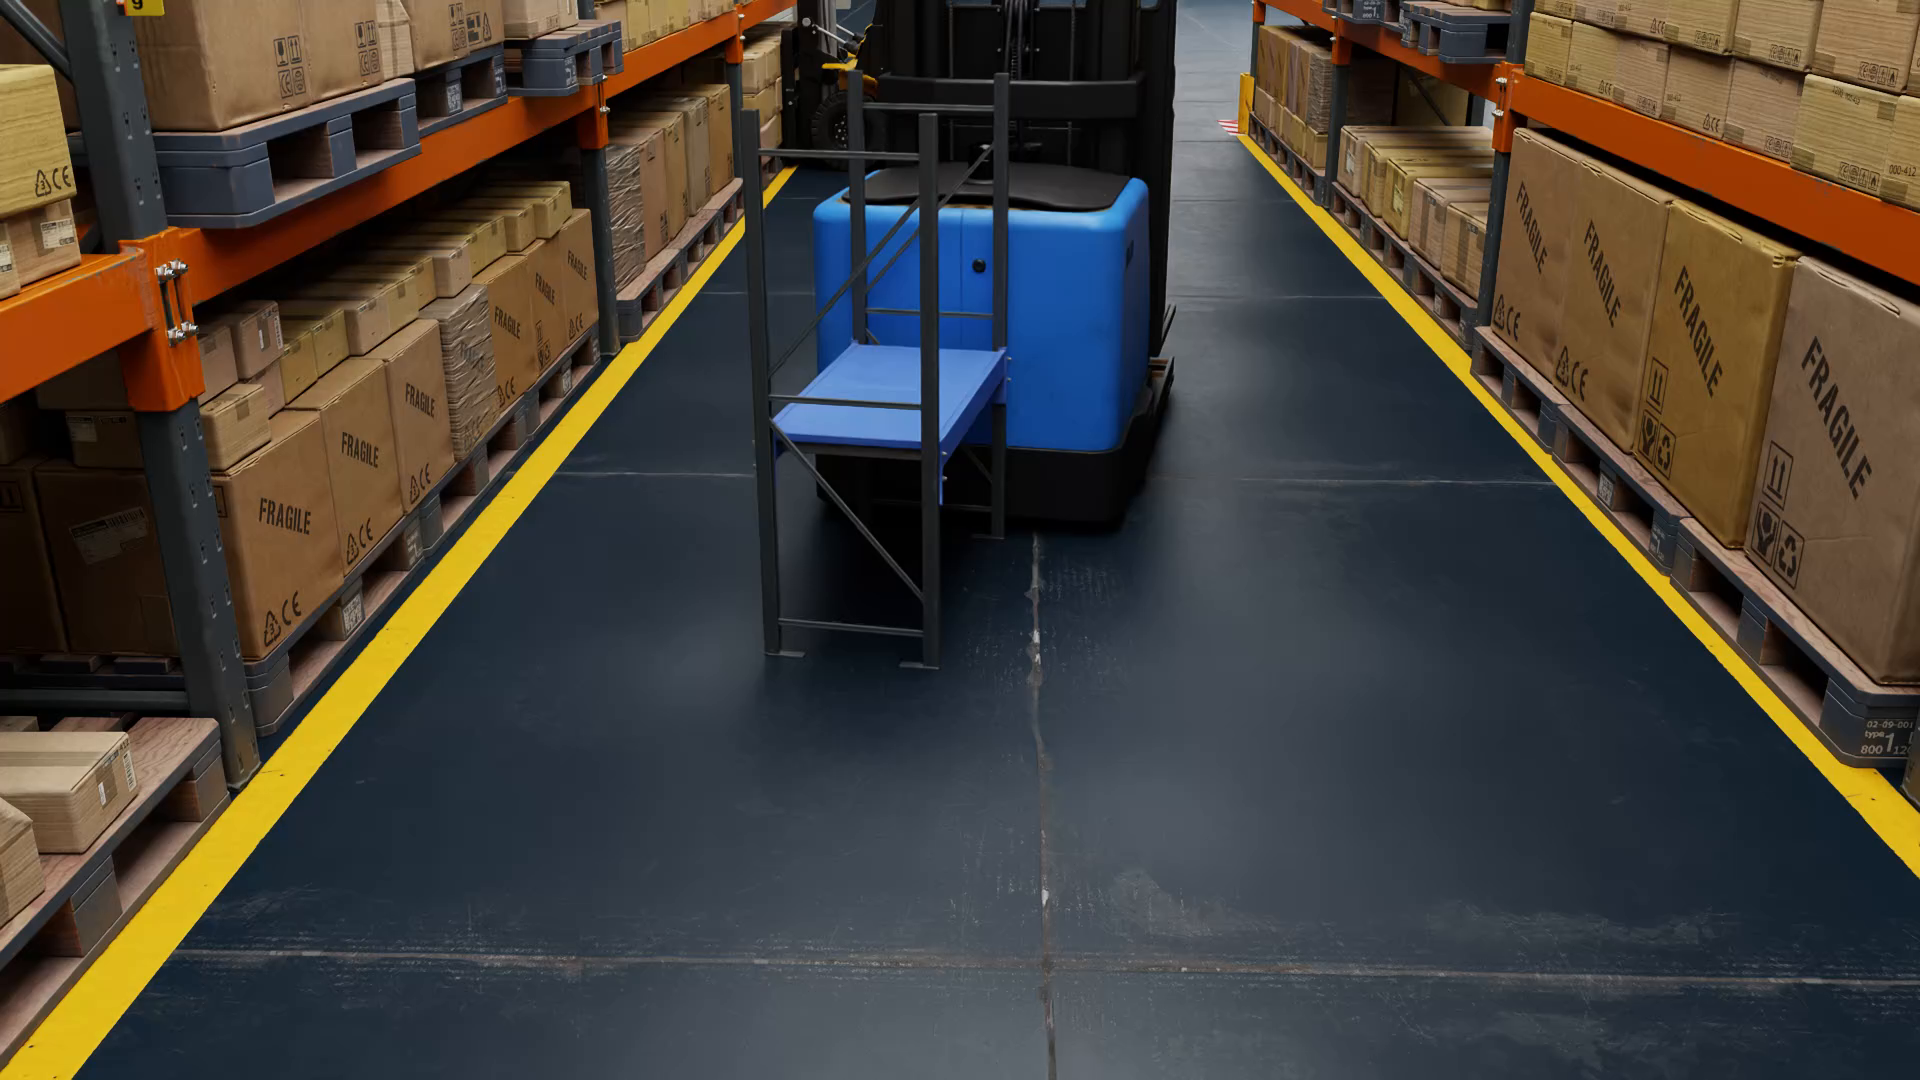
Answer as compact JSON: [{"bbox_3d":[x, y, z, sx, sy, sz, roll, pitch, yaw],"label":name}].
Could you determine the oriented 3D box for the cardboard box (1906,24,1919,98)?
[{"bbox_3d":[2.515,-1.094,3.719,0.500,0.250,0.500,1,21,2],"label":"cardboard box"}]

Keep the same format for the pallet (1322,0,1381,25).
[{"bbox_3d":[2.819,-3.297,10.146,1.003,0.211,1.213,1,21,2],"label":"pallet"}]

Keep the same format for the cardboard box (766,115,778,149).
[{"bbox_3d":[-1.628,-2.984,12.293,0.500,0.250,0.500,0,21,0],"label":"cardboard box"}]

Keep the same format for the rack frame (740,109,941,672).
[{"bbox_3d":[-0.301,-0.359,4.380,0.500,1.500,0.032,4,22,11],"label":"rack frame"}]

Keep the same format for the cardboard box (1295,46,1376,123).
[{"bbox_3d":[2.751,-3.326,12.138,0.500,0.500,0.500,1,21,3],"label":"cardboard box"}]

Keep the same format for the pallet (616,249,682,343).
[{"bbox_3d":[-2.031,-1.266,8.499,1.003,0.211,1.213,1,21,2],"label":"pallet"}]

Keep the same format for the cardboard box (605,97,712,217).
[{"bbox_3d":[-2.009,-2.334,10.101,0.875,0.625,0.625,0,21,1],"label":"cardboard box"}]

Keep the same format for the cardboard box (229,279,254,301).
[{"bbox_3d":[-2.497,-0.760,5.319,0.380,0.149,0.250,1,21,2],"label":"cardboard box"}]

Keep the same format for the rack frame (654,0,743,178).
[{"bbox_3d":[-1.973,-3.715,10.956,1.000,3.000,0.127,1,21,2],"label":"rack frame"}]

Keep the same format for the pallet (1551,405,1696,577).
[{"bbox_3d":[2.727,-0.191,5.730,1.003,0.211,1.213,1,21,2],"label":"pallet"}]

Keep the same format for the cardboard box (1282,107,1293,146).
[{"bbox_3d":[2.764,-3.169,12.769,0.500,0.250,0.500,1,21,2],"label":"cardboard box"}]

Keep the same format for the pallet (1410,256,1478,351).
[{"bbox_3d":[2.892,-1.198,8.324,1.003,0.211,1.213,1,21,2],"label":"pallet"}]

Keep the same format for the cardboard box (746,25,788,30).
[{"bbox_3d":[-1.564,-4.187,14.010,0.500,0.250,0.500,1,21,3],"label":"cardboard box"}]

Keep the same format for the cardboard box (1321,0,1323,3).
[{"bbox_3d":[2.694,-3.754,11.405,0.380,0.149,0.250,1,21,3],"label":"cardboard box"}]

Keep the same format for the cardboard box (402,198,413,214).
[{"bbox_3d":[-2.457,-1.321,6.764,0.380,0.149,0.250,1,21,3],"label":"cardboard box"}]

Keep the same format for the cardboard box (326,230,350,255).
[{"bbox_3d":[-2.445,-1.038,6.034,0.380,0.149,0.250,0,21,0],"label":"cardboard box"}]

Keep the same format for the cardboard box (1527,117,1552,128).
[{"bbox_3d":[4.381,-2.870,12.231,0.500,0.500,0.500,18,27,38],"label":"cardboard box"}]

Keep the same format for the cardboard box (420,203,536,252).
[{"bbox_3d":[-1.886,-1.226,6.521,0.380,0.149,0.250,0,21,0],"label":"cardboard box"}]

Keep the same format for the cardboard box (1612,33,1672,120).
[{"bbox_3d":[2.580,-1.596,5.702,0.500,0.250,0.500,1,21,3],"label":"cardboard box"}]

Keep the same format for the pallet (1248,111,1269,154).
[{"bbox_3d":[3.047,-3.487,14.224,1.003,0.211,1.213,1,21,2],"label":"pallet"}]

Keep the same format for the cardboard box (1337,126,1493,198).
[{"bbox_3d":[2.975,-2.443,10.730,0.950,0.372,0.625,1,21,2],"label":"cardboard box"}]

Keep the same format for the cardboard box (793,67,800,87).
[{"bbox_3d":[-1.575,-3.761,13.604,0.500,0.250,0.500,0,21,0],"label":"cardboard box"}]

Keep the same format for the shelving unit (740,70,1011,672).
[{"bbox_3d":[-0.200,-0.539,4.844,0.538,1.500,1.048,4,22,11],"label":"shelving unit"}]

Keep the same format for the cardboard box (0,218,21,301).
[{"bbox_3d":[-1.960,-0.493,2.999,0.380,0.149,0.250,1,21,3],"label":"cardboard box"}]

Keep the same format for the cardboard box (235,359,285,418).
[{"bbox_3d":[-2.009,-0.383,4.347,0.380,0.149,0.250,0,21,0],"label":"cardboard box"}]

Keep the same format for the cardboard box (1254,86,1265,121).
[{"bbox_3d":[2.809,-3.733,14.224,0.500,0.250,0.500,0,21,1],"label":"cardboard box"}]

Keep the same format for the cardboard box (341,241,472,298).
[{"bbox_3d":[-1.925,-0.941,5.786,0.380,0.149,0.250,0,21,-1],"label":"cardboard box"}]

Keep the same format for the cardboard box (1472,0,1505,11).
[{"bbox_3d":[2.577,-2.513,7.625,0.380,0.149,0.250,1,21,2],"label":"cardboard box"}]

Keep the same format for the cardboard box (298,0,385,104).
[{"bbox_3d":[-1.963,-1.424,4.335,0.700,0.500,0.500,1,21,2],"label":"cardboard box"}]

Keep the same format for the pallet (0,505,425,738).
[{"bbox_3d":[-2.230,0.183,4.765,1.003,0.211,1.213,1,21,2],"label":"pallet"}]

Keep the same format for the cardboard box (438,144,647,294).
[{"bbox_3d":[-2.062,-1.583,8.163,0.875,0.625,0.625,1,21,3],"label":"cardboard box"}]

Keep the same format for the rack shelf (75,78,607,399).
[{"bbox_3d":[-2.156,-1.210,5.495,1.077,0.370,4.000,1,21,2],"label":"rack shelf"}]

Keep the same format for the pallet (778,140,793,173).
[{"bbox_3d":[-1.873,-3.144,13.340,1.003,0.211,1.213,1,21,2],"label":"pallet"}]

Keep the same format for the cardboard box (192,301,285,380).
[{"bbox_3d":[-1.980,-0.515,4.277,0.380,0.149,0.250,0,21,-1],"label":"cardboard box"}]

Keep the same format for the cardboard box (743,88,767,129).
[{"bbox_3d":[-1.650,-3.033,11.729,0.500,0.250,0.500,1,21,1],"label":"cardboard box"}]

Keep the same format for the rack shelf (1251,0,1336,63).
[{"bbox_3d":[3.049,-4.049,12.813,1.077,0.370,4.000,1,21,2],"label":"rack shelf"}]

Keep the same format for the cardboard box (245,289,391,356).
[{"bbox_3d":[-1.973,-0.665,5.075,0.380,0.149,0.250,1,21,1],"label":"cardboard box"}]

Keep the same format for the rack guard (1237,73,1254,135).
[{"bbox_3d":[3.107,-3.915,14.928,1.175,0.500,0.348,1,21,2],"label":"rack guard"}]

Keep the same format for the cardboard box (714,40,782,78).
[{"bbox_3d":[-1.616,-3.631,12.579,0.500,0.250,0.500,1,21,3],"label":"cardboard box"}]

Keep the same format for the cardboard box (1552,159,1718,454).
[{"bbox_3d":[2.731,-0.849,5.928,0.875,0.875,0.875,1,21,2],"label":"cardboard box"}]

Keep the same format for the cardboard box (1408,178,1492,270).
[{"bbox_3d":[2.908,-1.657,8.705,0.950,0.372,0.625,0,21,1],"label":"cardboard box"}]

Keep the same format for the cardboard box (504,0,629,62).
[{"bbox_3d":[-1.837,-2.356,7.663,0.500,0.250,0.500,1,21,2],"label":"cardboard box"}]

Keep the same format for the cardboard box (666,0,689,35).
[{"bbox_3d":[-1.791,-2.912,9.095,0.500,0.250,0.500,1,21,3],"label":"cardboard box"}]

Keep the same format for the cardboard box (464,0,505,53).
[{"bbox_3d":[-1.960,-1.920,5.608,0.797,0.503,0.637,0,21,0],"label":"cardboard box"}]

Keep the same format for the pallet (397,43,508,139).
[{"bbox_3d":[-2.150,-1.476,5.451,1.003,0.211,1.213,1,21,2],"label":"pallet"}]

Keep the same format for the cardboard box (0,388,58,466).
[{"bbox_3d":[-2.494,-0.291,4.112,0.380,0.149,0.250,0,21,-1],"label":"cardboard box"}]

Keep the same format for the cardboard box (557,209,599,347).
[{"bbox_3d":[-1.893,-1.144,7.205,0.500,0.500,0.500,1,21,3],"label":"cardboard box"}]

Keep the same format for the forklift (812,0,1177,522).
[{"bbox_3d":[0.305,-1.927,6.443,1.130,2.935,3.031,4,22,11],"label":"forklift"}]

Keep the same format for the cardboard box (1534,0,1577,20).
[{"bbox_3d":[2.604,-2.198,6.563,0.500,0.250,0.500,0,21,1],"label":"cardboard box"}]

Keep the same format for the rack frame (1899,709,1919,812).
[{"bbox_3d":[2.745,-0.769,3.364,1.000,3.000,0.127,1,21,2],"label":"rack frame"}]

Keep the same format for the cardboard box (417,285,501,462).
[{"bbox_3d":[-1.929,-0.586,5.767,0.500,0.500,0.500,0,21,0],"label":"cardboard box"}]

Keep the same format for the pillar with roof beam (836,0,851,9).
[{"bbox_3d":[2.077,-14.177,29.627,9.100,9.000,0.400,1,21,2],"label":"pillar with roof beam"}]

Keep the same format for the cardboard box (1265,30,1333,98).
[{"bbox_3d":[2.797,-3.885,13.579,0.500,0.500,0.500,0,21,0],"label":"cardboard box"}]

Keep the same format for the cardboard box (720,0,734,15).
[{"bbox_3d":[-1.727,-3.460,10.506,0.500,0.250,0.500,1,21,3],"label":"cardboard box"}]

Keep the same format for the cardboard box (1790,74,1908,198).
[{"bbox_3d":[2.523,-1.048,4.291,0.500,0.250,0.500,0,21,1],"label":"cardboard box"}]

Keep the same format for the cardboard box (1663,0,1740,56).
[{"bbox_3d":[2.531,-1.648,5.145,0.500,0.250,0.500,1,21,3],"label":"cardboard box"}]

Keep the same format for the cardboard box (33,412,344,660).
[{"bbox_3d":[-1.977,-0.025,4.322,0.500,0.500,0.500,2,21,4],"label":"cardboard box"}]
